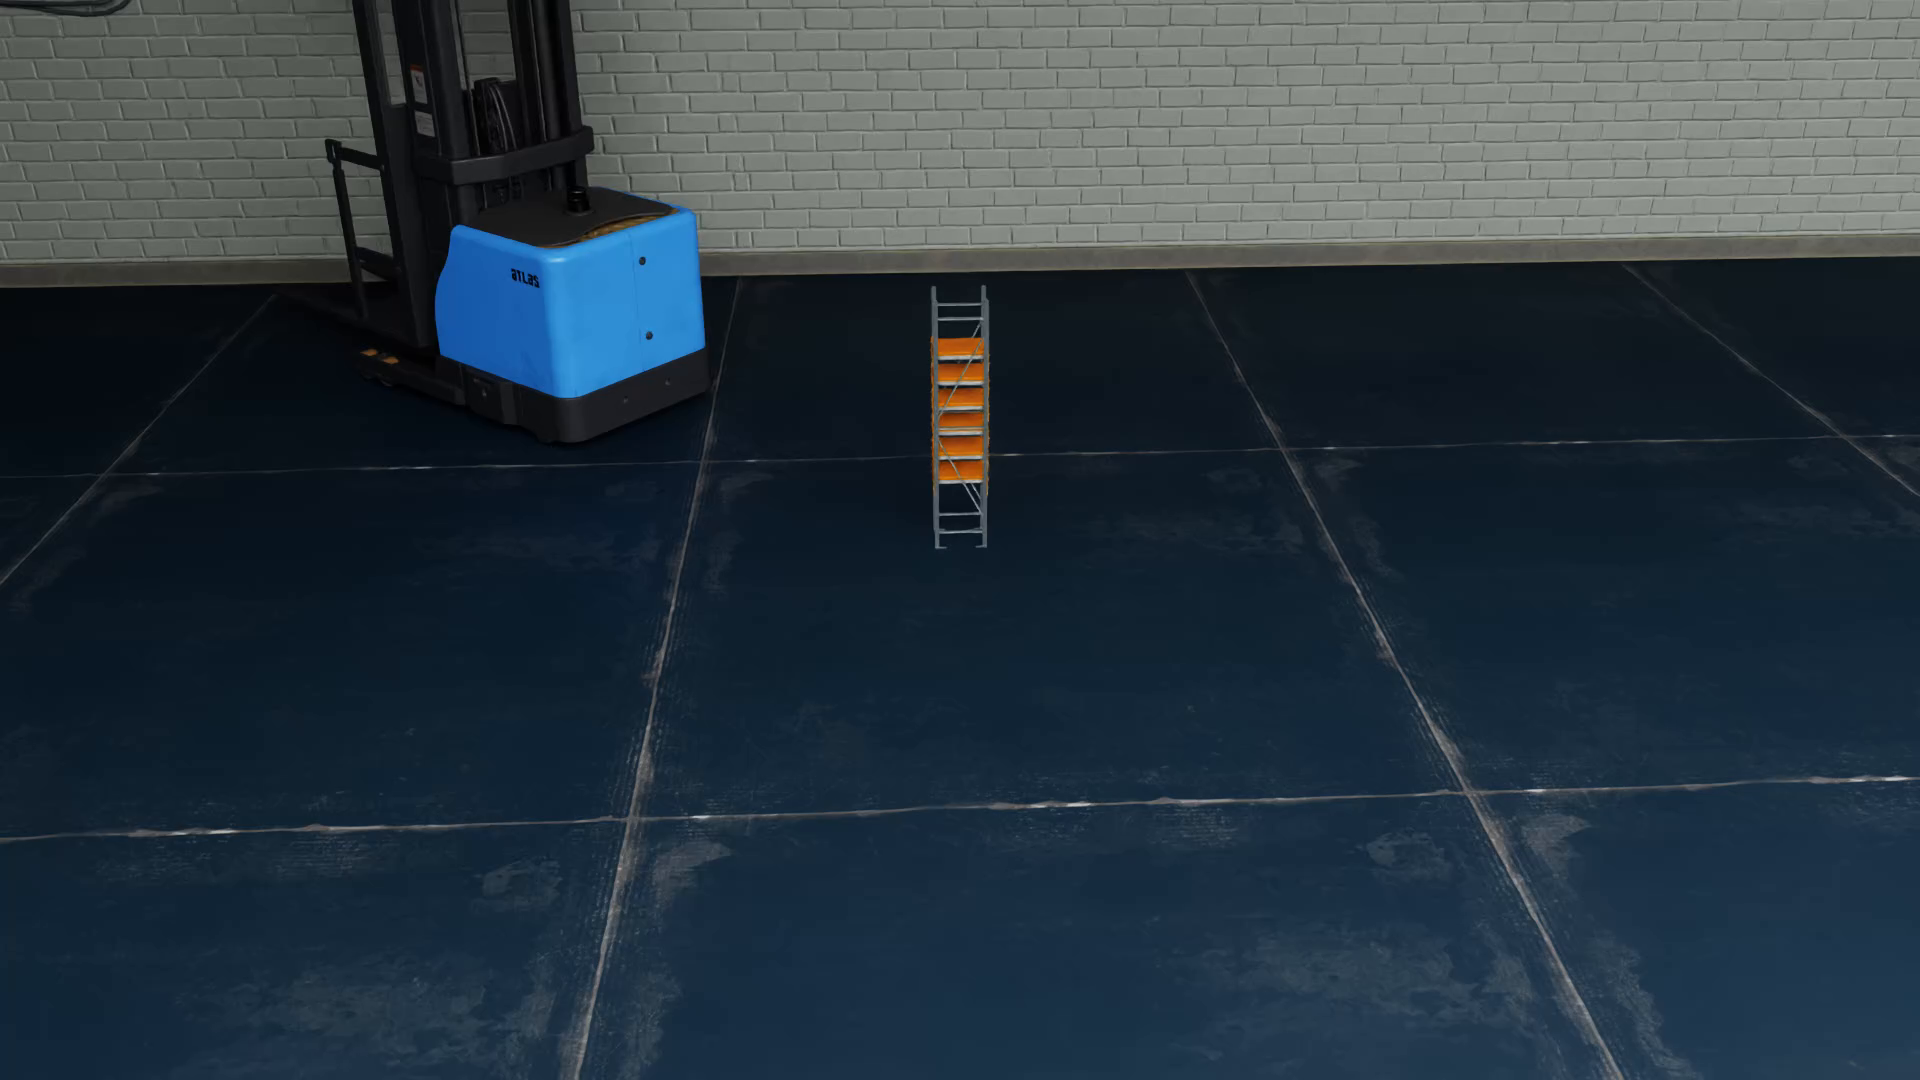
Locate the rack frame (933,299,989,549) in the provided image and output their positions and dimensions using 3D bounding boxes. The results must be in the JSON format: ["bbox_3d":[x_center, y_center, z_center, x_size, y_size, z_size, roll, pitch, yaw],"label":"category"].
[{"bbox_3d":[0.004,-0.496,7.404,0.240,1.200,0.006,-1,28,-3],"label":"rack frame"}]

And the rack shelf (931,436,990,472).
[{"bbox_3d":[-0.001,-0.393,7.561,0.258,0.103,0.180,-1,28,-3],"label":"rack shelf"}]

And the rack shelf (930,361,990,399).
[{"bbox_3d":[-0.001,-0.712,7.395,0.258,0.103,0.180,-1,28,-3],"label":"rack shelf"}]

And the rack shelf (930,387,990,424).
[{"bbox_3d":[-0.001,-0.606,7.450,0.258,0.103,0.180,-1,28,-3],"label":"rack shelf"}]

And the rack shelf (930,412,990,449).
[{"bbox_3d":[-0.001,-0.499,7.506,0.258,0.103,0.180,-1,28,-3],"label":"rack shelf"}]

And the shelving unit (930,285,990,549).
[{"bbox_3d":[-0.001,-0.539,7.485,0.258,1.200,0.189,-1,28,-3],"label":"shelving unit"}]

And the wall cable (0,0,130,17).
[{"bbox_3d":[-6.461,-4.253,9.532,3.097,2.526,0.112,-1,28,-3],"label":"wall cable"}]

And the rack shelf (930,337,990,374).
[{"bbox_3d":[-0.001,-0.818,7.339,0.258,0.103,0.180,-1,28,-3],"label":"rack shelf"}]

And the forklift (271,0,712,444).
[{"bbox_3d":[-2.849,-2.340,9.067,3.031,2.935,1.130,20,34,33],"label":"forklift"}]

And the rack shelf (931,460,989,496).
[{"bbox_3d":[-0.001,-0.286,7.617,0.258,0.103,0.180,-1,28,-3],"label":"rack shelf"}]

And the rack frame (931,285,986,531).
[{"bbox_3d":[-0.006,-0.581,7.566,0.240,1.200,0.006,-1,28,-3],"label":"rack frame"}]
